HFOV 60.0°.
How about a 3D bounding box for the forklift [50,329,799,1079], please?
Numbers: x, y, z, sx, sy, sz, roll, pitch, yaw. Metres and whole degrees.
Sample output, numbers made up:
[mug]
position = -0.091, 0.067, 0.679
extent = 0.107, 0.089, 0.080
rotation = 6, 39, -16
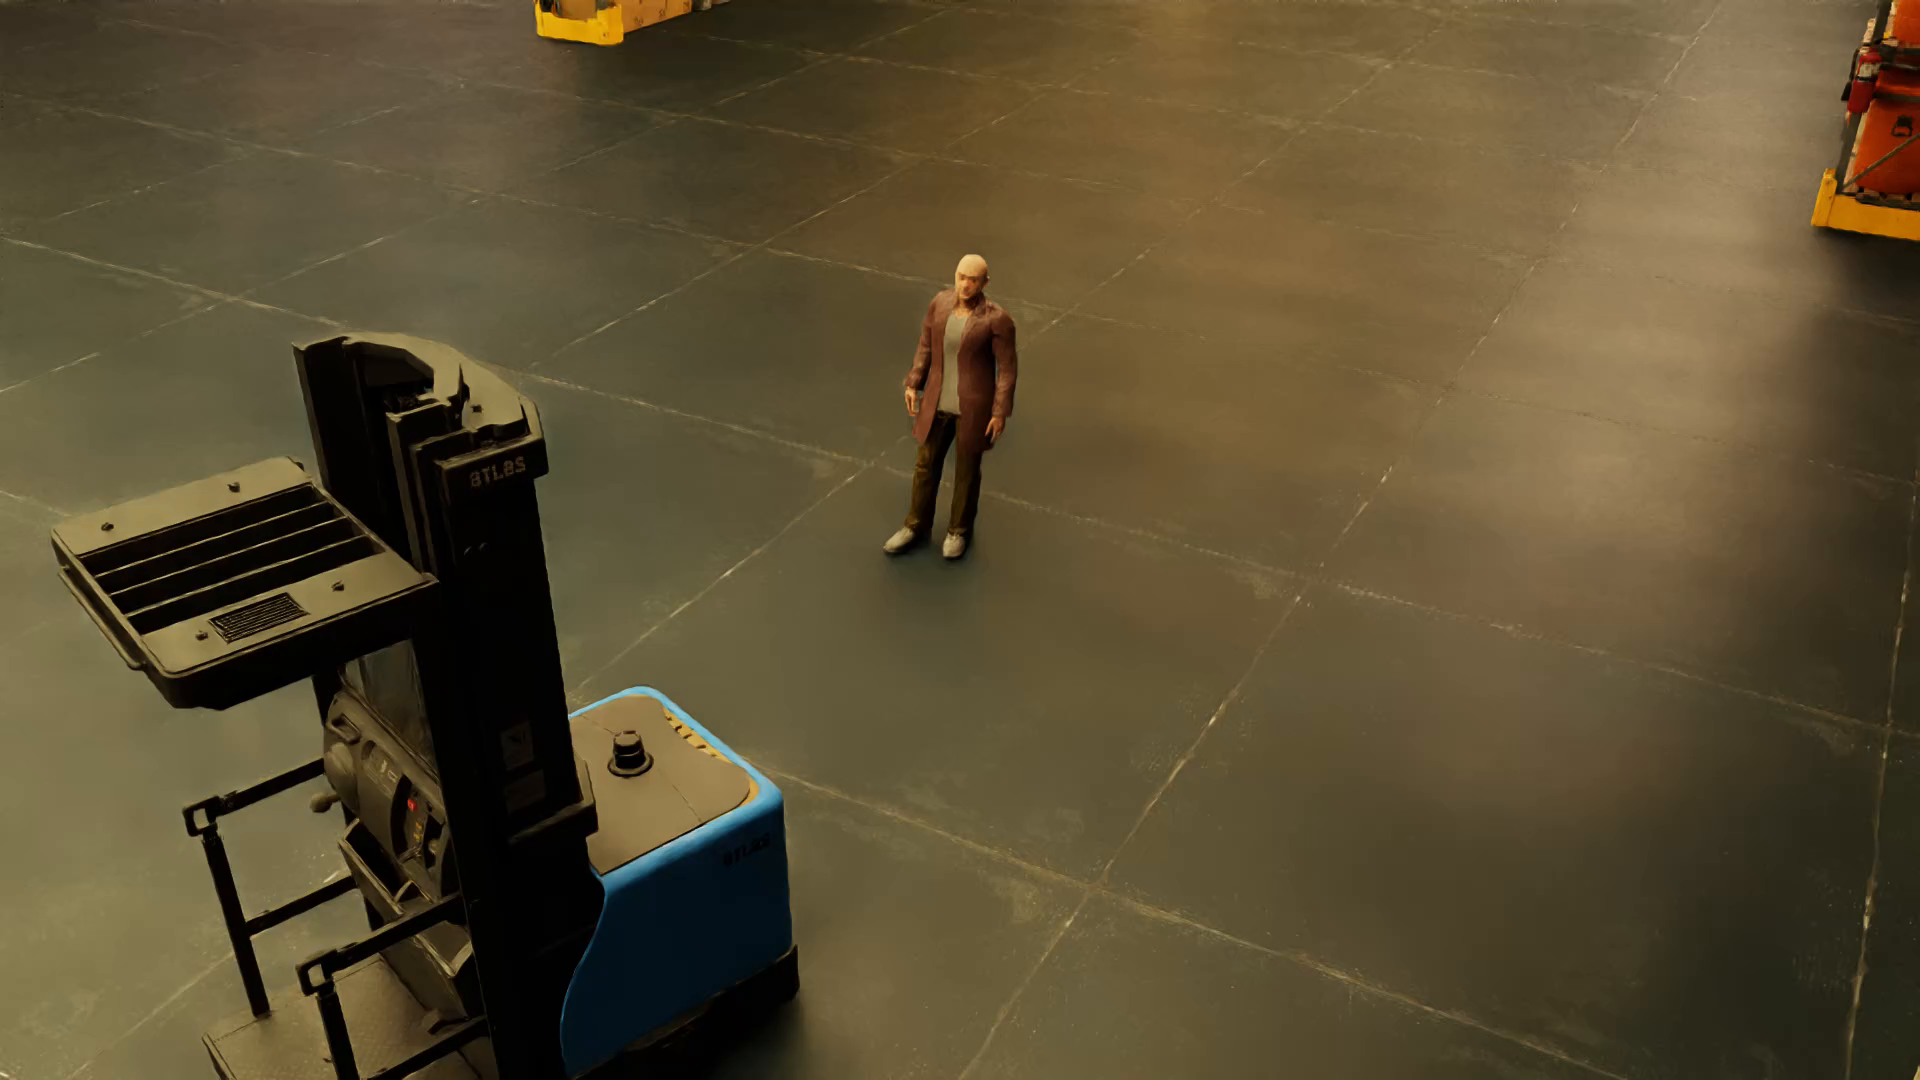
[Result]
[forklift]
position = -2.094, 0.904, 5.504
extent = 3.031, 2.935, 1.130
rotation = -24, 37, -35

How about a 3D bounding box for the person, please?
[person]
position = -0.048, -0.738, 9.487
extent = 0.694, 1.776, 0.580
rotation = 15, 33, 25
